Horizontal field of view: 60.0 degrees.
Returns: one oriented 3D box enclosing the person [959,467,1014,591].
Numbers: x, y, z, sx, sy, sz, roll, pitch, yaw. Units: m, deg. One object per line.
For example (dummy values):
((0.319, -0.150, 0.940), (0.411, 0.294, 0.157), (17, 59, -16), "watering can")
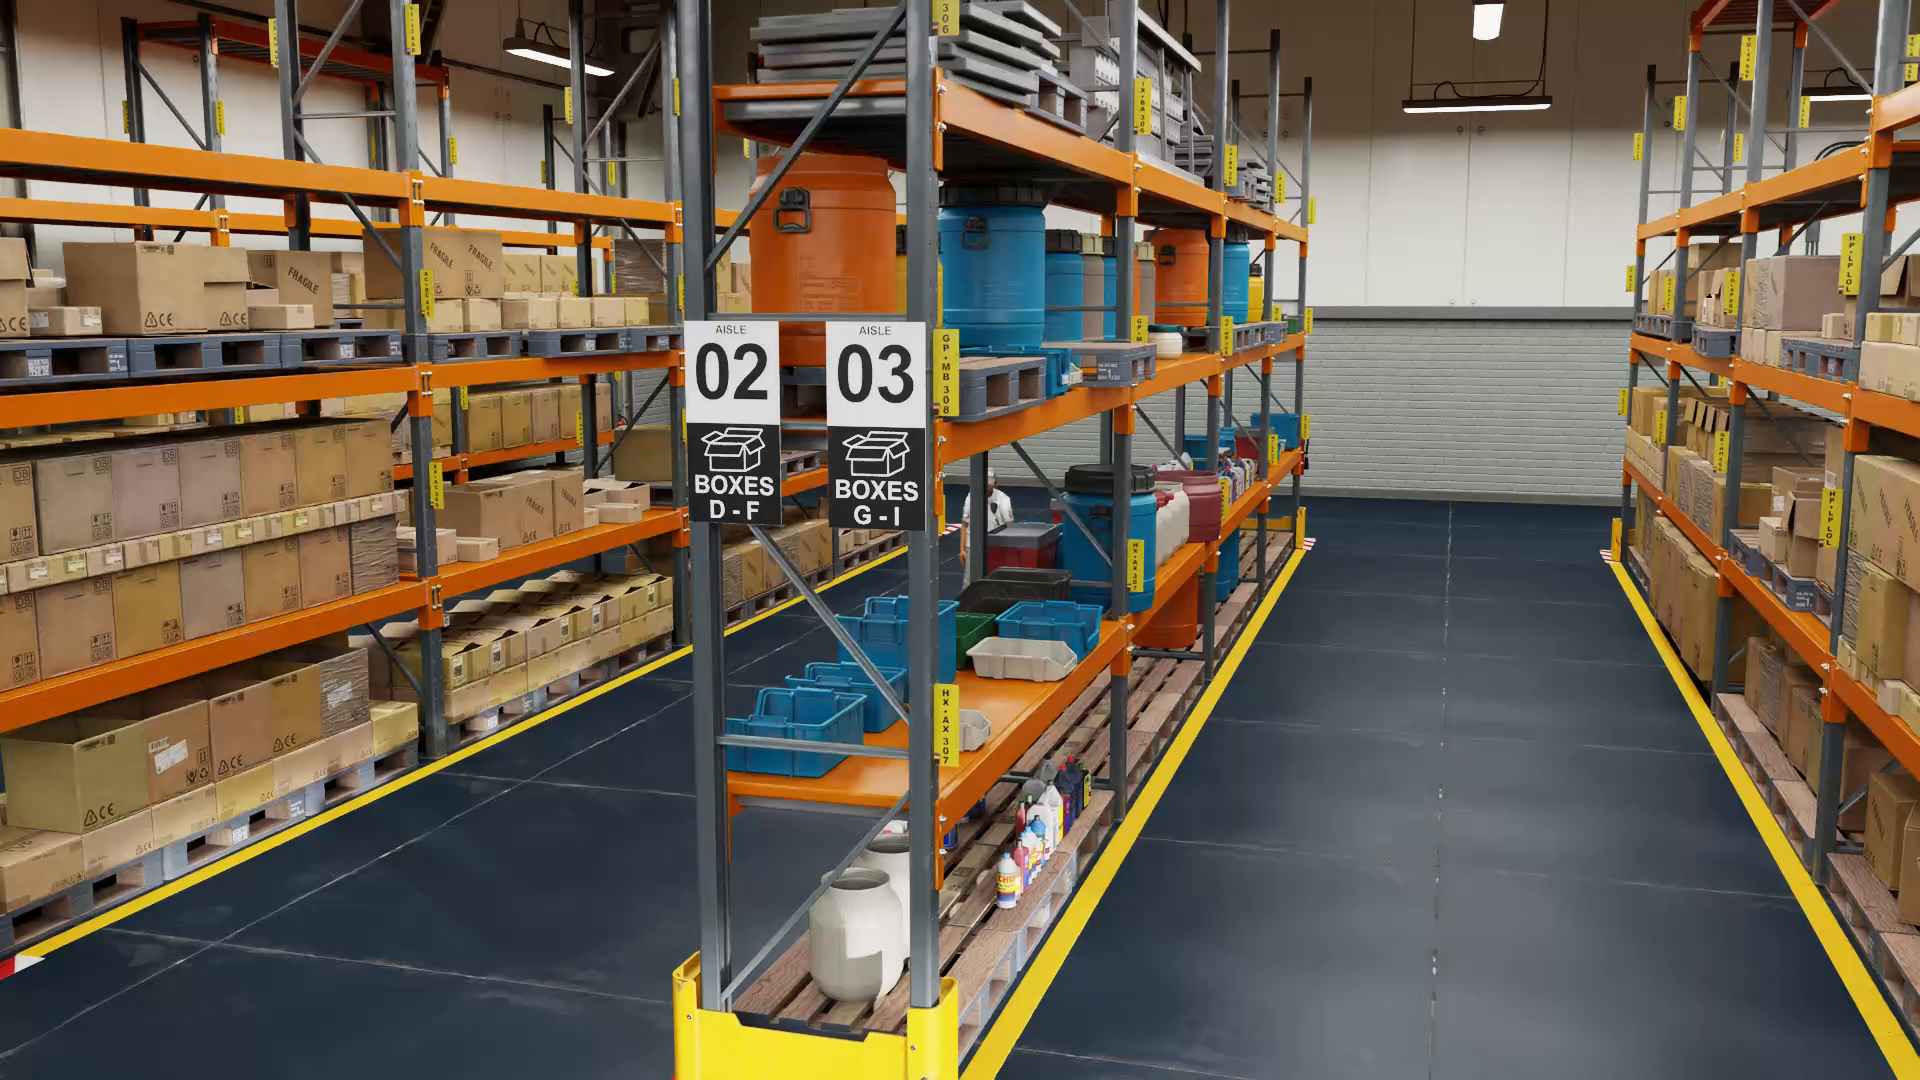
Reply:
((0.239, 0.123, 15.987), (0.563, 1.666, 0.469), (2, 9, 13), "person")
